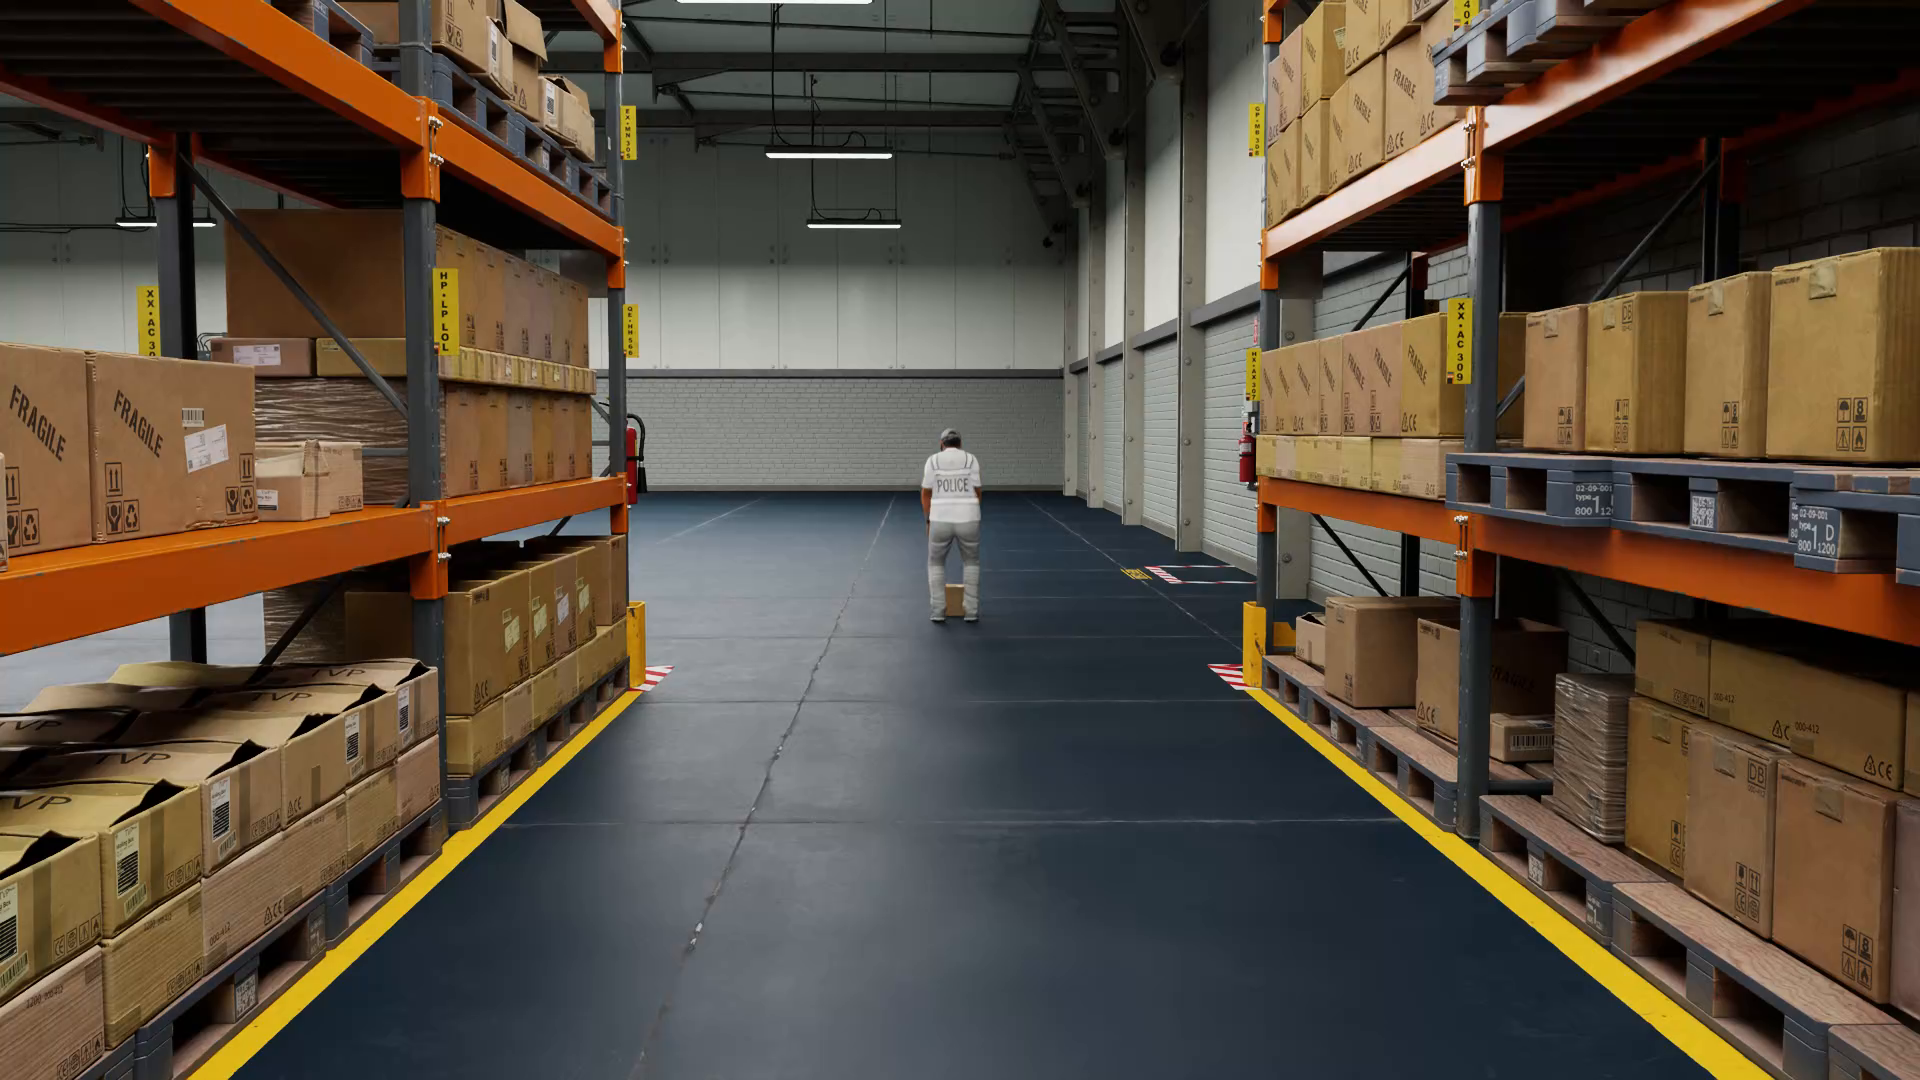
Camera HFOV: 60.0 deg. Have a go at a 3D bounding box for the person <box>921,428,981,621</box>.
[{"bbox_3d":[-0.072,-0.122,13.804,0.500,1.610,0.496,0,4,0],"label":"person"}]
